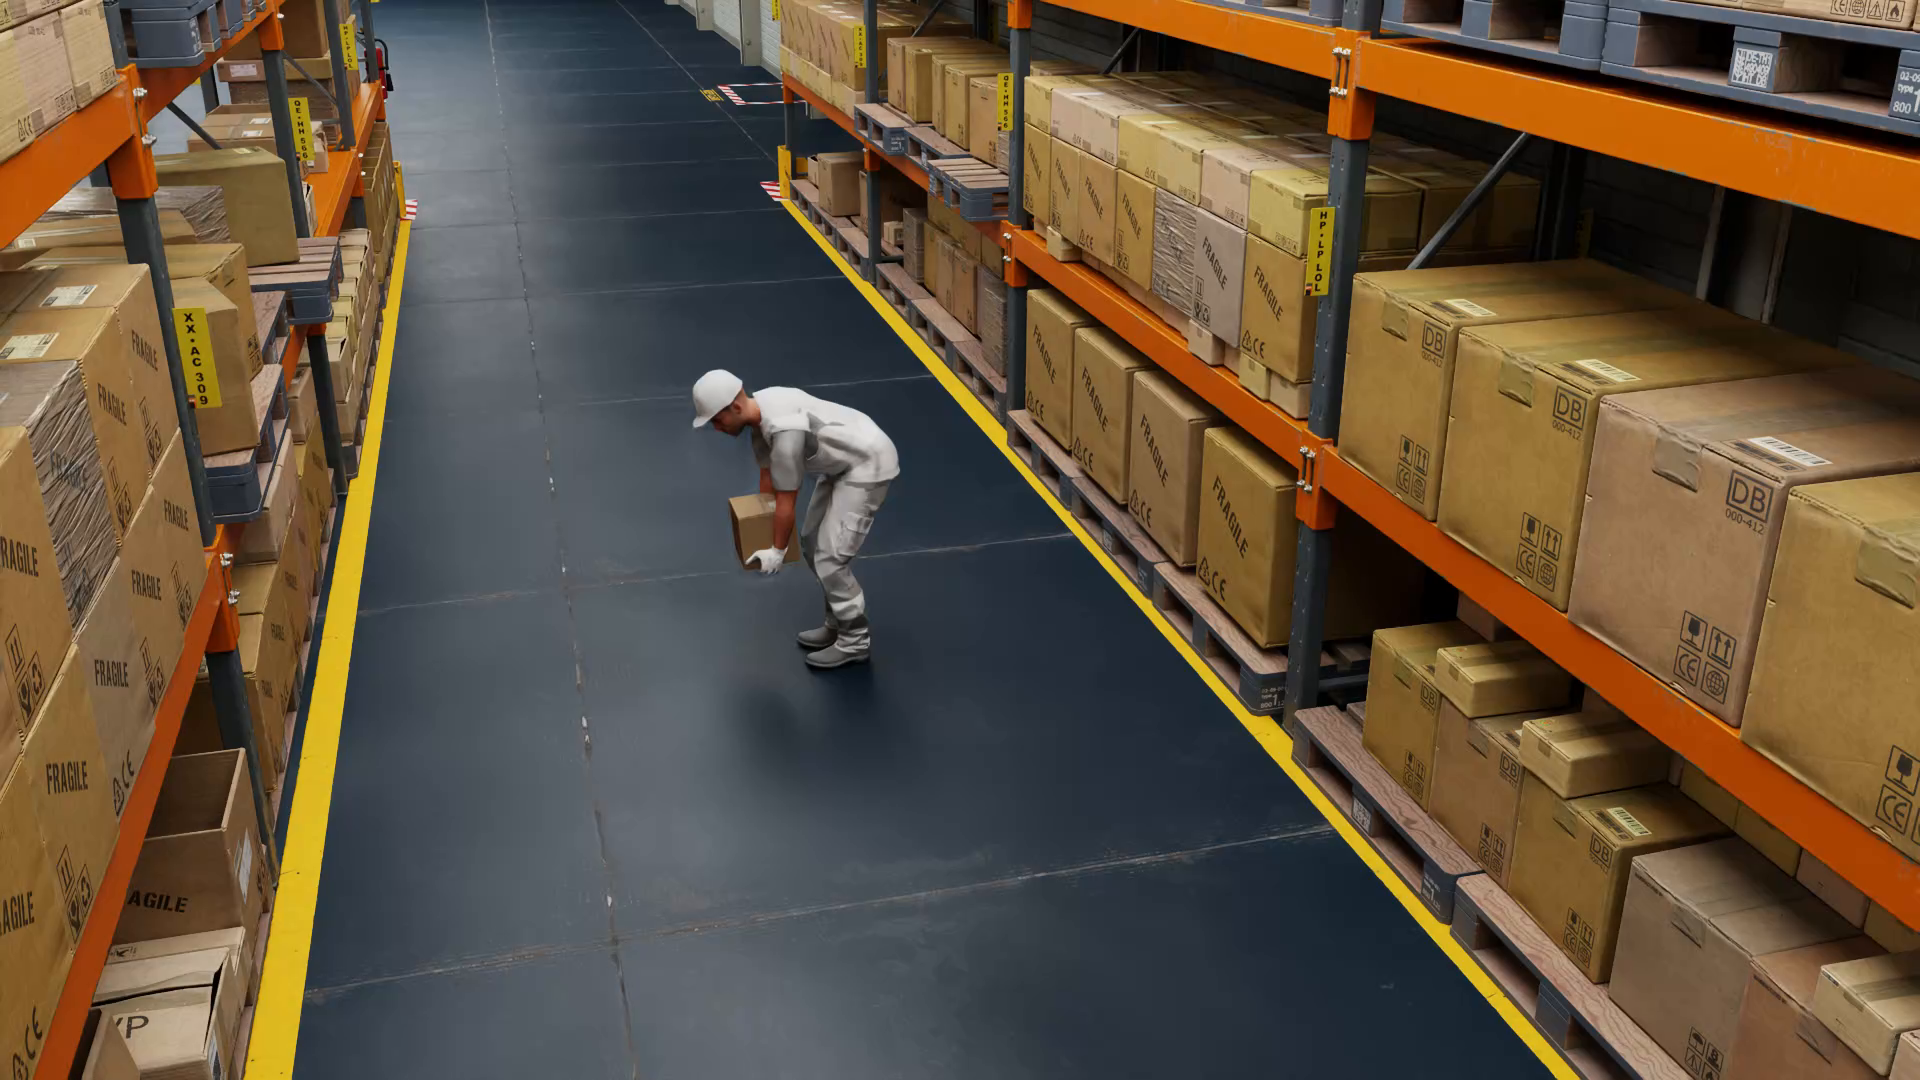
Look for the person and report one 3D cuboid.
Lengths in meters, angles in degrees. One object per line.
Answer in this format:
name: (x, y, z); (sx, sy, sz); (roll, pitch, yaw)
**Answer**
person: (-0.708, -0.109, 7.330); (0.887, 1.393, 0.490); (-7, 24, -16)
